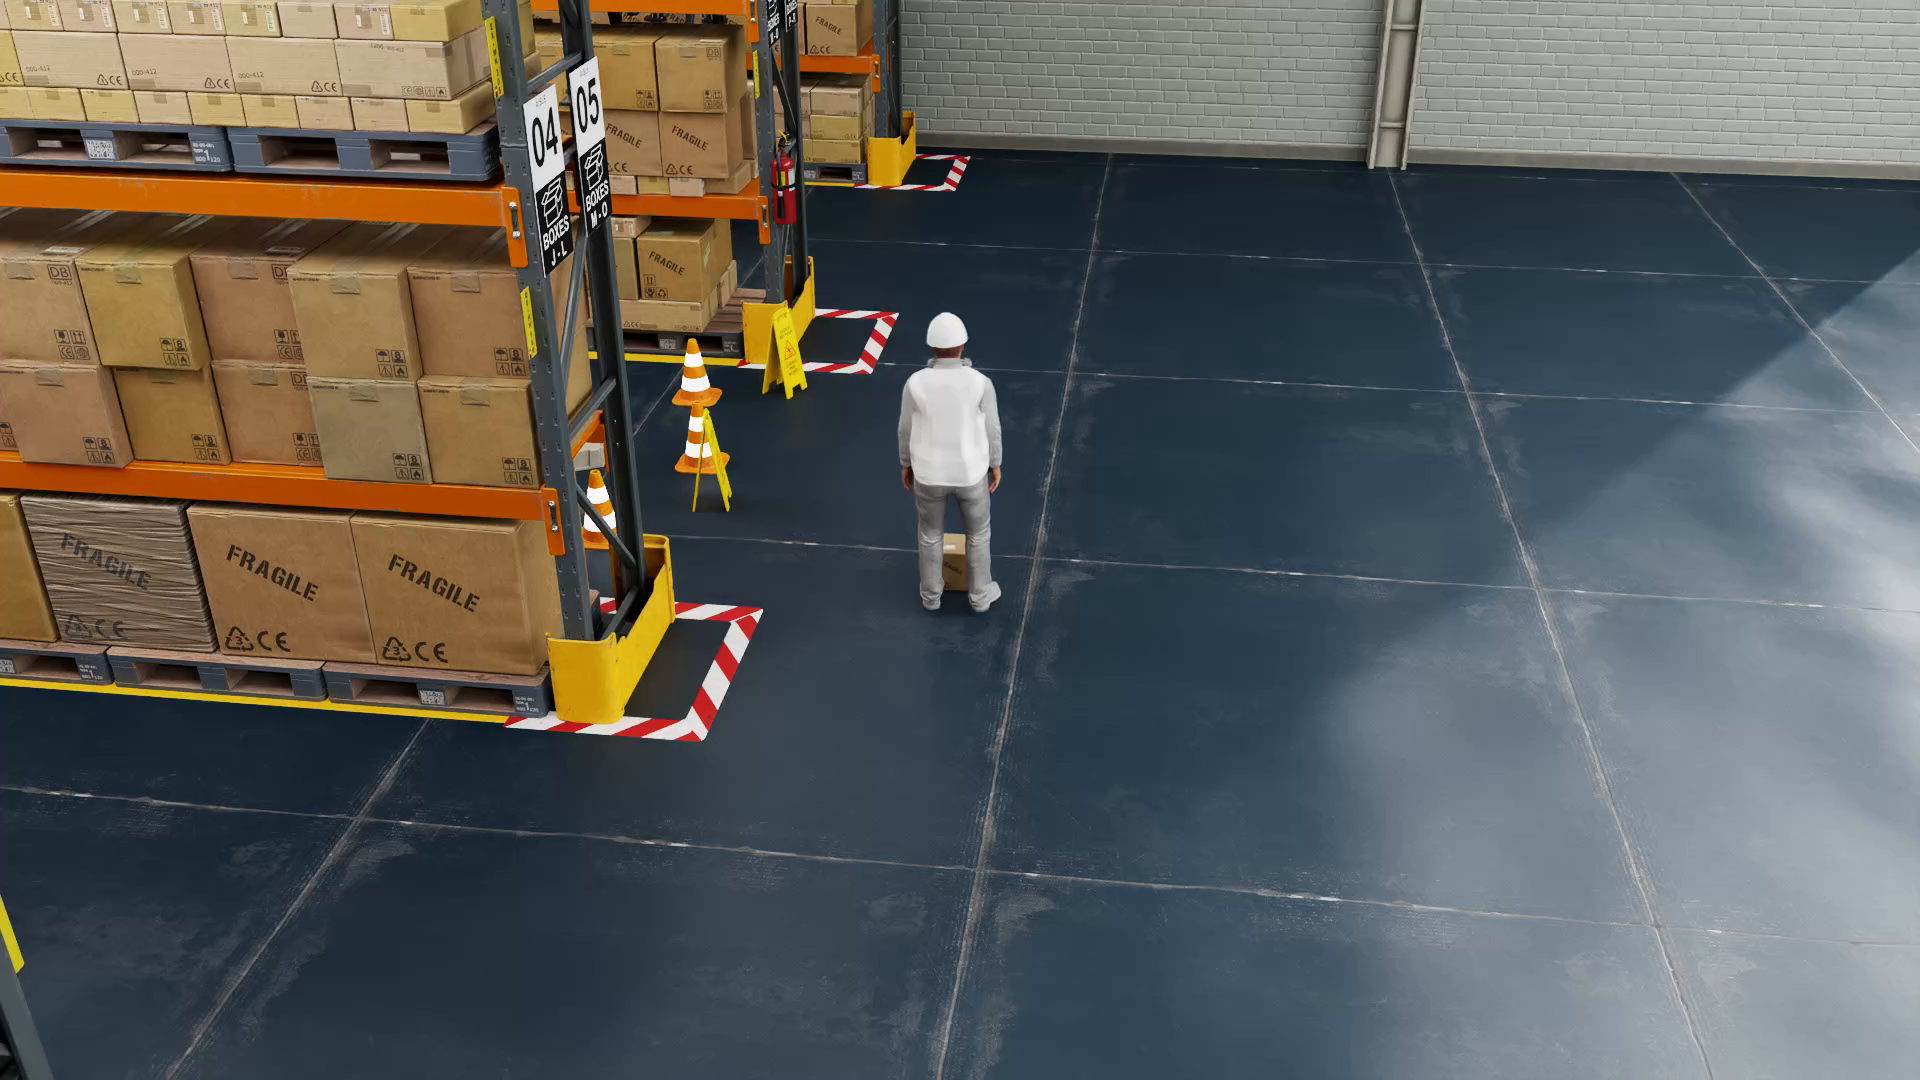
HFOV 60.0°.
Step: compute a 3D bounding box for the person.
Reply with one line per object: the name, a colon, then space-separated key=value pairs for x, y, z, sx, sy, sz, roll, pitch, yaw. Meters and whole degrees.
person: x=-0.053 y=-0.413 z=9.368 sx=0.581 sy=1.769 sz=0.465 roll=2 pitch=28 yaw=4
